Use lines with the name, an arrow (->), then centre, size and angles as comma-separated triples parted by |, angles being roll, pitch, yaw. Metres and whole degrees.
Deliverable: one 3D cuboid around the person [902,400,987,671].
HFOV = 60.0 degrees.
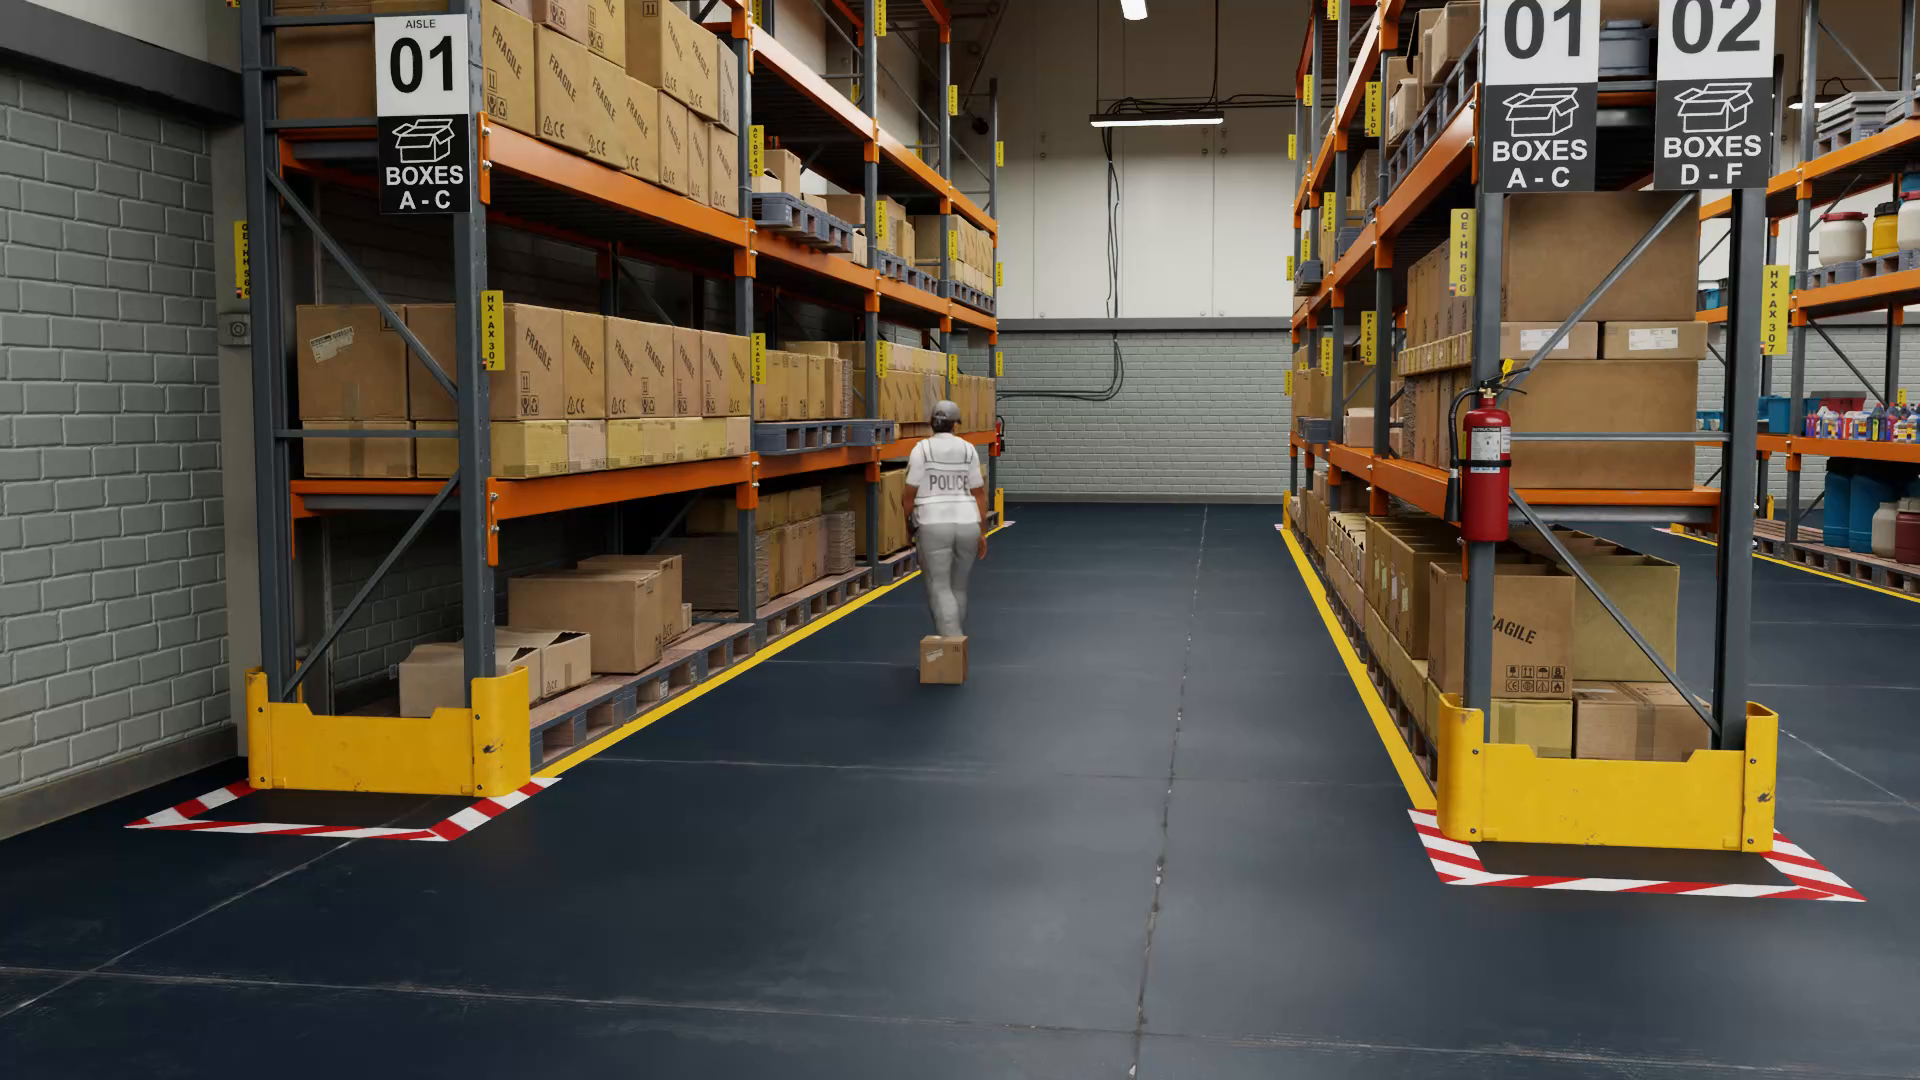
person -> -0.095, -0.036, 10.201 | 0.531, 1.643, 0.674 | -3, 5, -29
